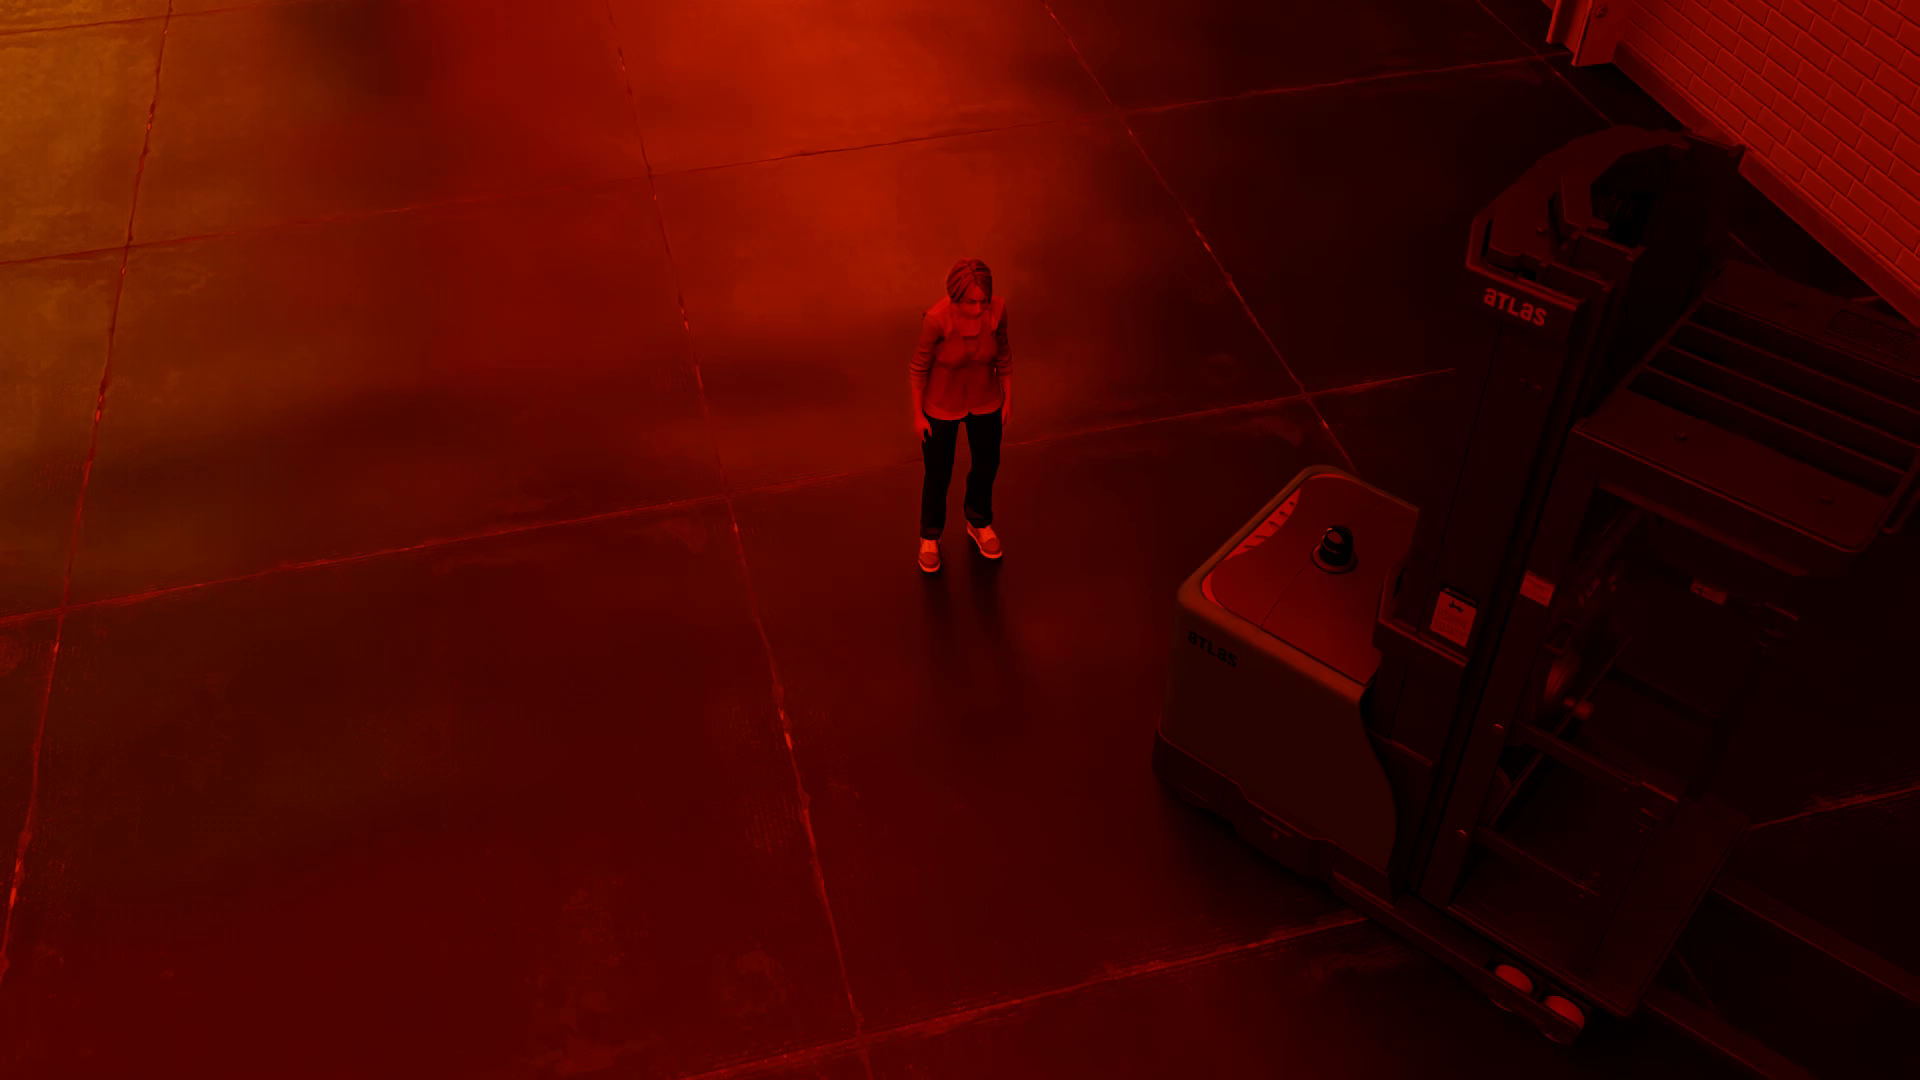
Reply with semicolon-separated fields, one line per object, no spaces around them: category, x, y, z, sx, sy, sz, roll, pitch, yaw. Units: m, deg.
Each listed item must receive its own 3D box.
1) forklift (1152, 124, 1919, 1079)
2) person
forklift;2.226;0.299;5.329;3.031;2.935;1.130;30;51;28
person;0.011;-0.565;7.219;0.467;1.591;0.344;-12;45;-12
